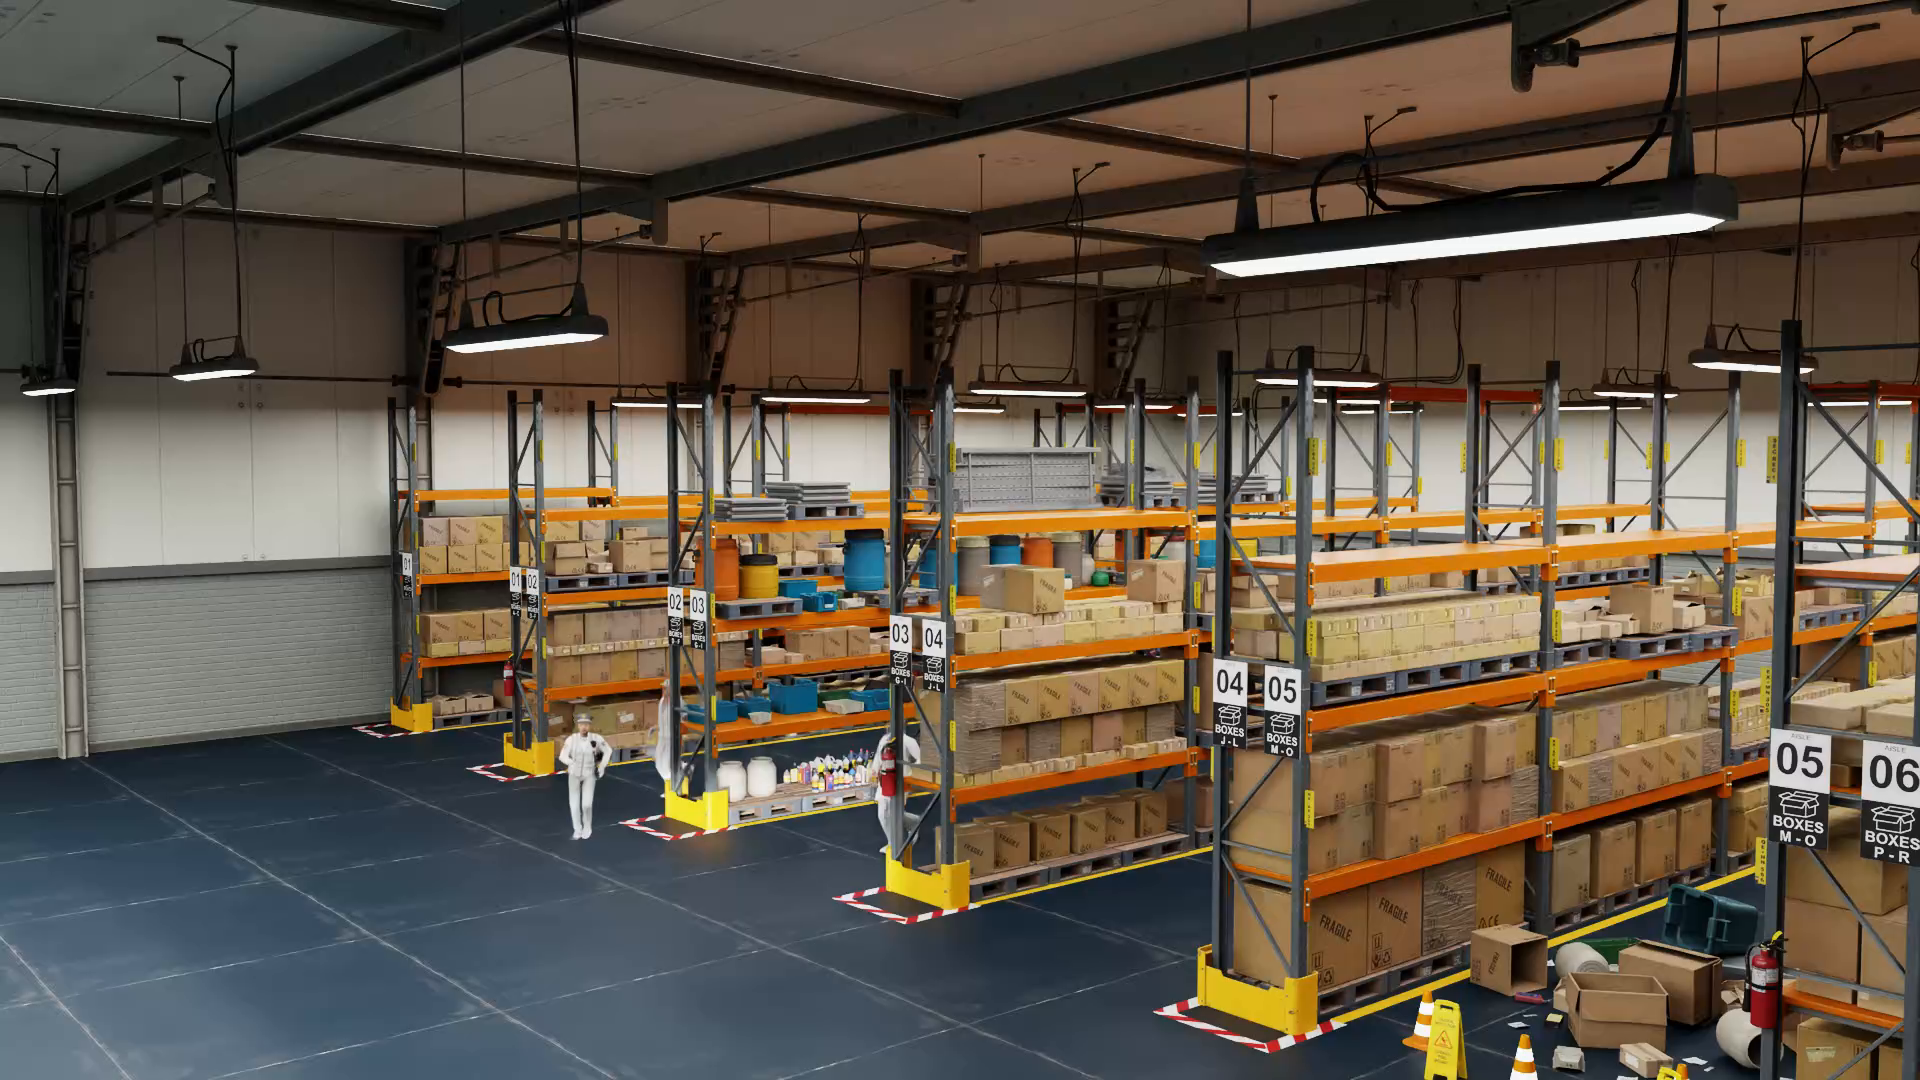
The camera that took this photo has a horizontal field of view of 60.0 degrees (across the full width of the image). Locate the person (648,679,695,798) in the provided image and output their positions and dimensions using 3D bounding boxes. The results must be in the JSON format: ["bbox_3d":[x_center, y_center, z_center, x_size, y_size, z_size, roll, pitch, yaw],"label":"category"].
[{"bbox_3d":[-4.196,2.879,24.301,0.670,1.724,0.631,3,4,40],"label":"person"}]

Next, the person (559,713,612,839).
[{"bbox_3d":[-4.874,3.070,21.575,0.648,1.659,0.612,0,3,-4],"label":"person"}]

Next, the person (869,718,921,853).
[{"bbox_3d":[-0.804,3.070,20.977,0.756,1.731,0.649,3,4,39],"label":"person"}]
